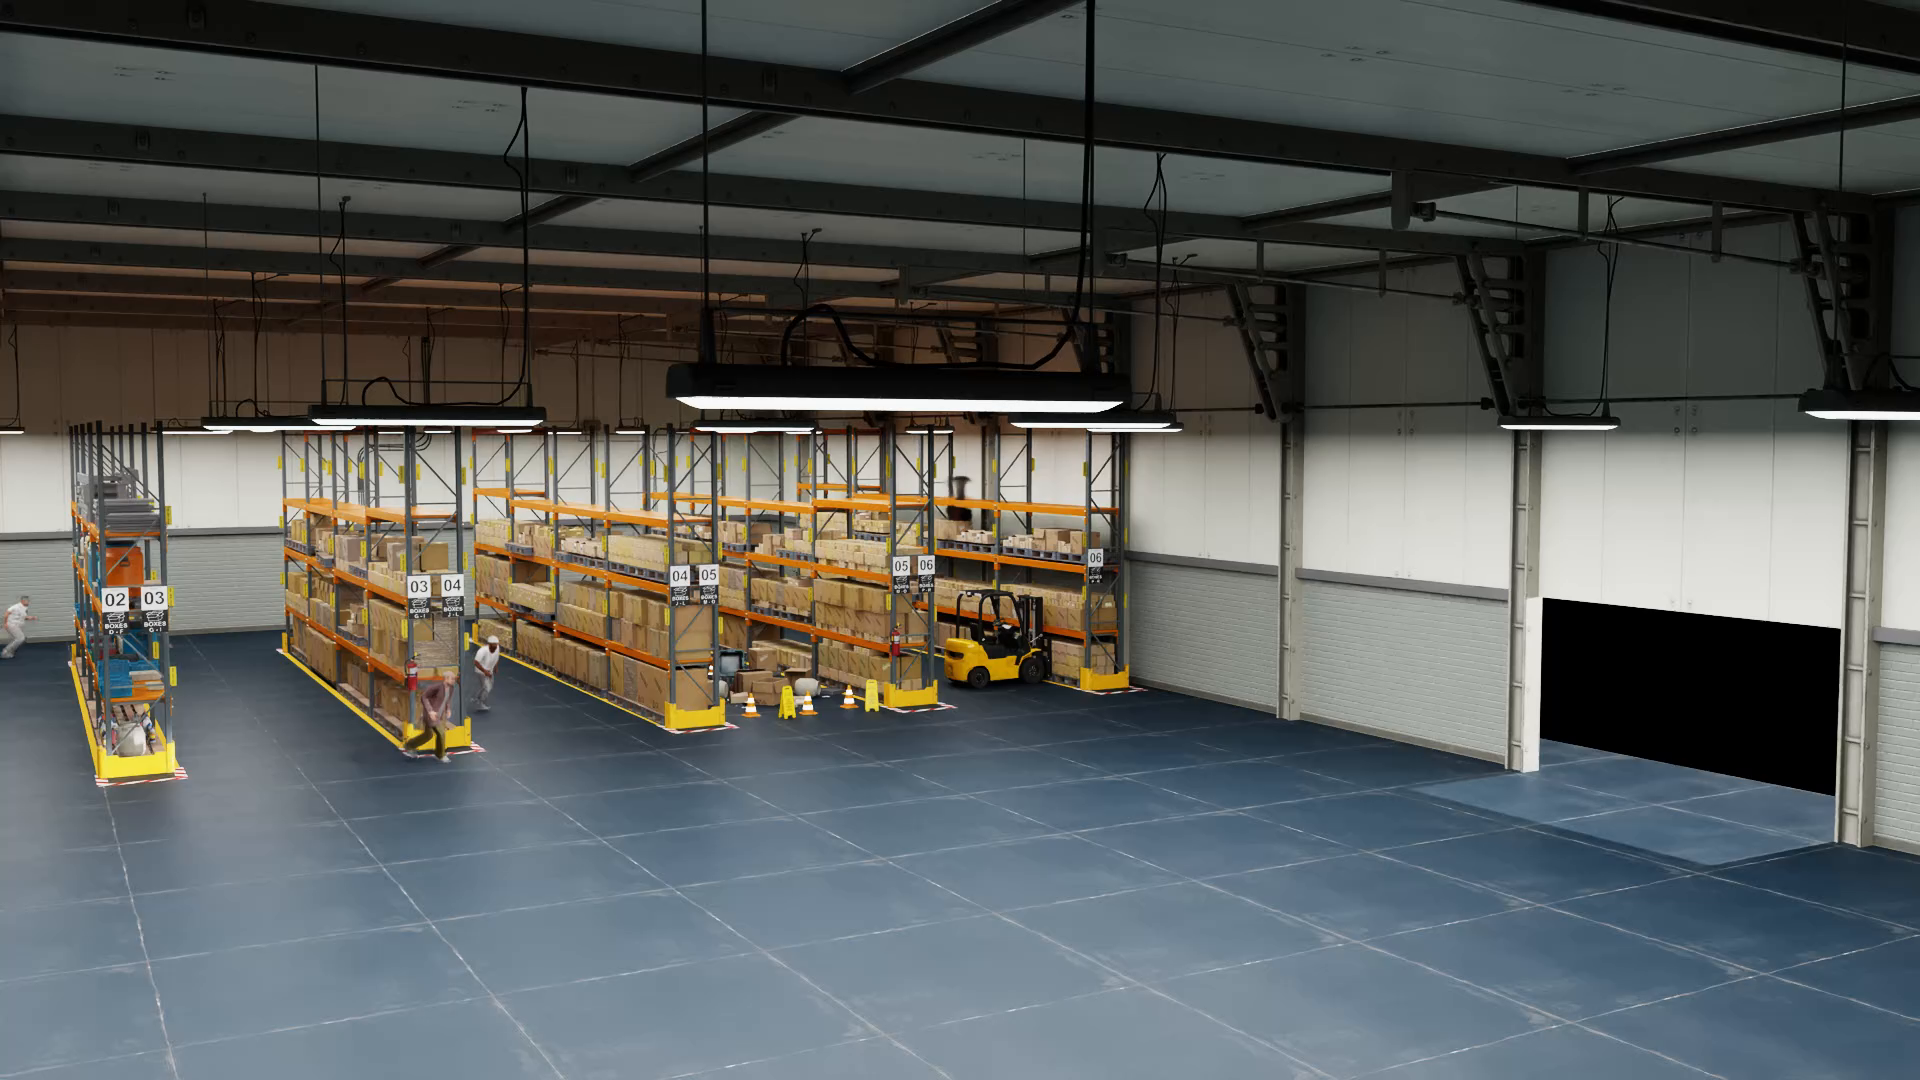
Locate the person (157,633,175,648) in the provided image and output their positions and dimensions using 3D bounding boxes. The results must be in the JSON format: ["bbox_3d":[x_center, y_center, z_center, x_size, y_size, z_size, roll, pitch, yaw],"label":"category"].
[{"bbox_3d":[-21.695,2.108,44.956,0.836,1.651,0.578,0,4,-1],"label":"person"}]

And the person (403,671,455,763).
[{"bbox_3d":[-9.384,3.126,29.383,1.072,1.676,0.694,1,4,20],"label":"person"}]

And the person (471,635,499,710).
[{"bbox_3d":[-9.947,2.766,34.799,0.929,1.601,0.672,2,4,24],"label":"person"}]

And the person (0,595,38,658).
[{"bbox_3d":[-24.458,2.247,43.191,0.908,1.618,0.676,-1,4,-12],"label":"person"}]
